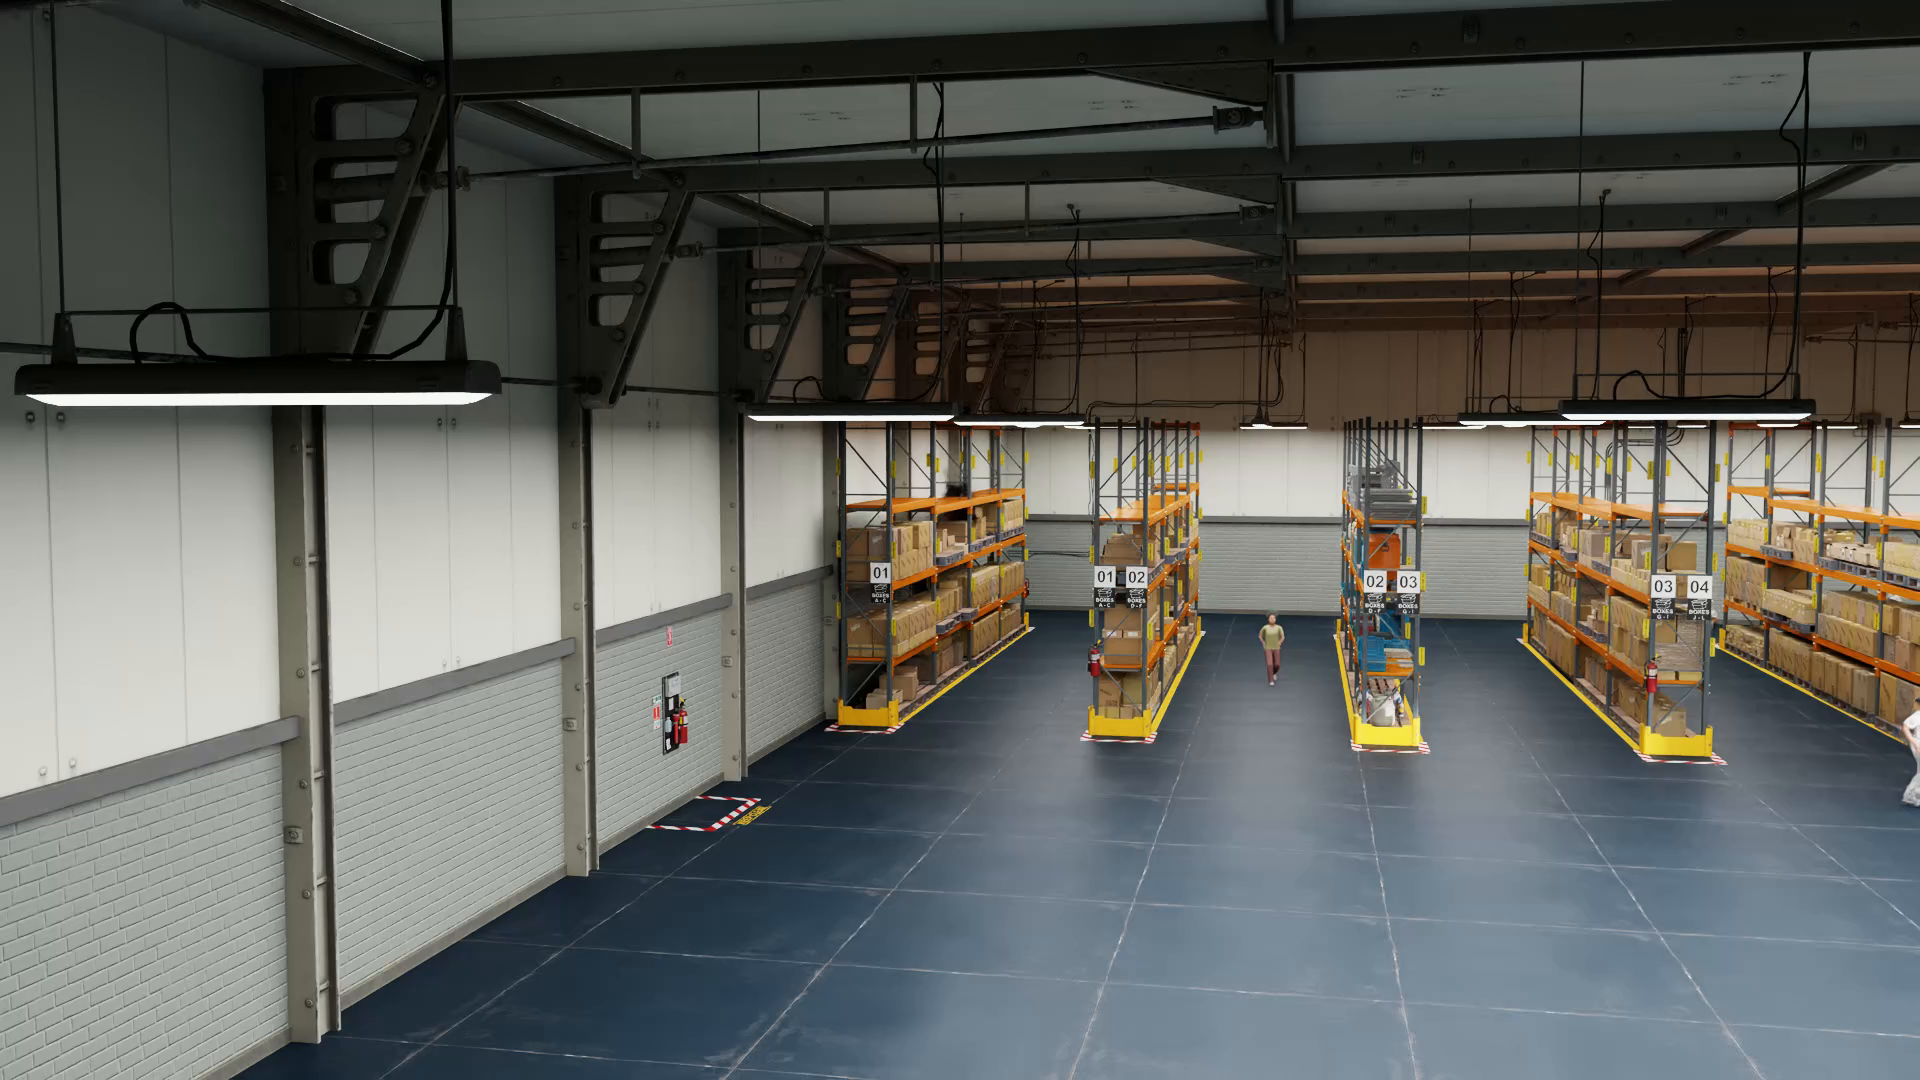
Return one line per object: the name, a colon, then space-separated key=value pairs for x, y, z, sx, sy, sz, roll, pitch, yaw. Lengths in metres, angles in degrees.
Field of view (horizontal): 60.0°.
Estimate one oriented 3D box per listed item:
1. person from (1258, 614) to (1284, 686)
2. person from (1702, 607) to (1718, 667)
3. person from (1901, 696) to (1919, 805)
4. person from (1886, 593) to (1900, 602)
person: x=7.049 y=2.473 z=37.629 sx=0.580 sy=1.608 sz=0.609 roll=0 pitch=4 yaw=5
person: x=18.271 y=2.244 z=40.843 sx=0.581 sy=1.727 sz=0.745 roll=1 pitch=4 yaw=11
person: x=14.709 y=3.201 z=25.255 sx=0.682 sy=1.775 sz=0.637 roll=3 pitch=5 yaw=41
person: x=25.034 y=2.003 z=44.600 sx=0.736 sy=1.675 sz=0.595 roll=1 pitch=4 yaw=19
